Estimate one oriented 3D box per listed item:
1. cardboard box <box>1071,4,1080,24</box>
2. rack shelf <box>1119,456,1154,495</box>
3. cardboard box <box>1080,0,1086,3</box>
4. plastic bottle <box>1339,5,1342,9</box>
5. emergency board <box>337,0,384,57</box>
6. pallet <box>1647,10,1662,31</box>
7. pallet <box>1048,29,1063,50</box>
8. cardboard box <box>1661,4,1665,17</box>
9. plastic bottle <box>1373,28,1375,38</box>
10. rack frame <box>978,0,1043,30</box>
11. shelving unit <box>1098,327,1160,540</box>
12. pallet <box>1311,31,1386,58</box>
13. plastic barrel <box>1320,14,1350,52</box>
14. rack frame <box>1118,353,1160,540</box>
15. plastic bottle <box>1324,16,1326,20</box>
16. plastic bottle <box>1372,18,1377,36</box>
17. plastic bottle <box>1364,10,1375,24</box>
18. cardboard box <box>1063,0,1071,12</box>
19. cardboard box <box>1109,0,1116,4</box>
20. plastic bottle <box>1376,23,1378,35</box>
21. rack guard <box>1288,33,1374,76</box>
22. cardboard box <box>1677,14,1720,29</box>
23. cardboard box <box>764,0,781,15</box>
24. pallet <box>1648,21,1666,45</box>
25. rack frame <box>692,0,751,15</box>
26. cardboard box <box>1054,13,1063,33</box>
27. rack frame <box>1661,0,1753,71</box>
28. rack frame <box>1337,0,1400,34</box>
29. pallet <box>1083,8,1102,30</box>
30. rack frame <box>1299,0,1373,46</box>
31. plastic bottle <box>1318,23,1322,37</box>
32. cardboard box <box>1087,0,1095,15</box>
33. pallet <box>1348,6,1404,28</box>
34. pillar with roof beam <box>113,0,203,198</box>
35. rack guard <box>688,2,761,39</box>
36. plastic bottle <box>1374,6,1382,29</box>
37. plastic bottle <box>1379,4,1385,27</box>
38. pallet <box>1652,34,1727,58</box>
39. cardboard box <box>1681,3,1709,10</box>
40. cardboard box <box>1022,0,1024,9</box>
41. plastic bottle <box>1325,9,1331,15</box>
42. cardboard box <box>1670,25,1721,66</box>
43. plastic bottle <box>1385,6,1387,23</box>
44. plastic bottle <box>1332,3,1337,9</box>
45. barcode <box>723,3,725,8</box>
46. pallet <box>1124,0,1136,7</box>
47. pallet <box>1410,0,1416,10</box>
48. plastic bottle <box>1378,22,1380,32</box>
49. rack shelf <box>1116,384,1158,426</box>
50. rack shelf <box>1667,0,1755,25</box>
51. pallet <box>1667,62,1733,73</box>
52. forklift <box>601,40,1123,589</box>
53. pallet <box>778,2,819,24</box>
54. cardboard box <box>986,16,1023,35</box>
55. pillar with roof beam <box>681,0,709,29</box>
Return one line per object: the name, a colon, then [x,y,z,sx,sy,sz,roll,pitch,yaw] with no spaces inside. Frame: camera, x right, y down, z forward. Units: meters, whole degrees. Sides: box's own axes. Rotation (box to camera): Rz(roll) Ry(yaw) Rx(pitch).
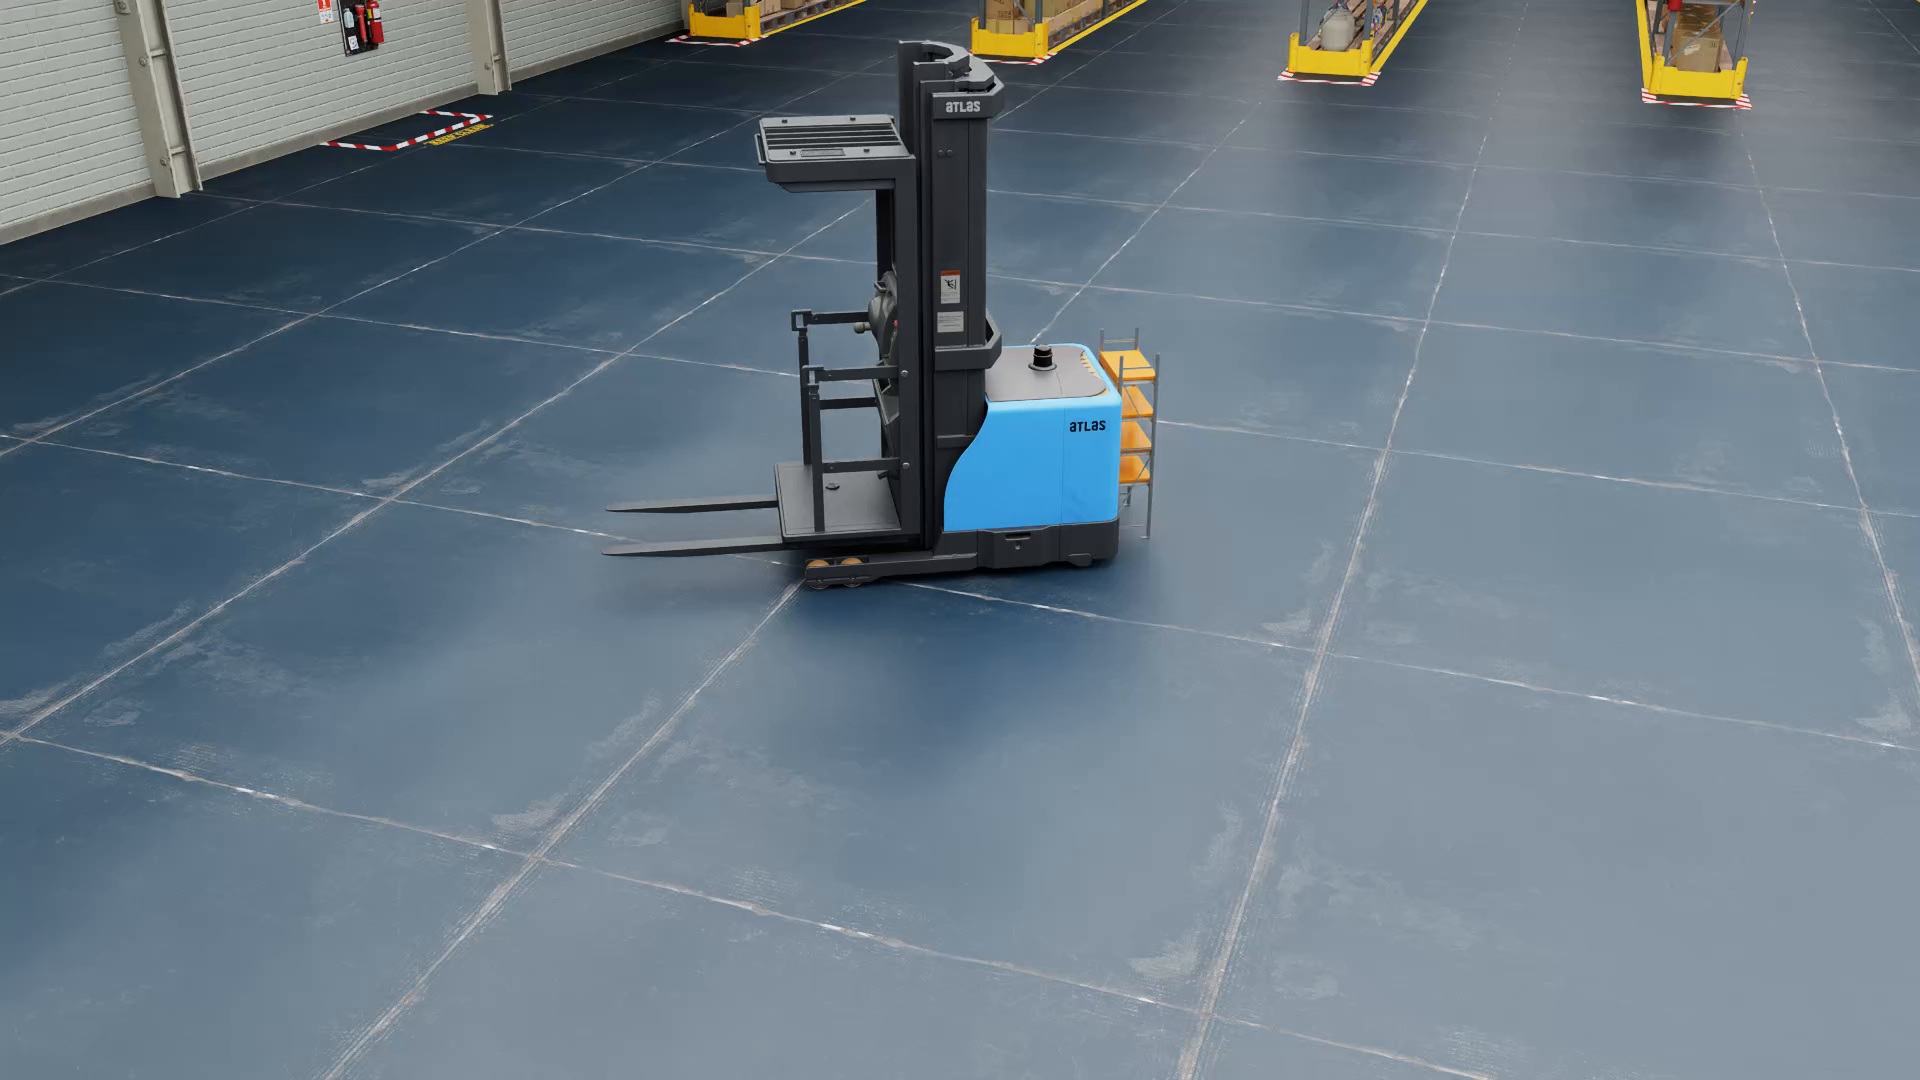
cardboard box: [1.664,-8.677,27.403,0.500,0.250,0.500,9,27,17]
rack shelf: [1.016,-0.412,10.333,0.258,0.148,0.480,-4,26,-8]
cardboard box: [1.818,-9.222,27.668,0.500,0.500,0.500,9,27,17]
plastic bottle: [6.175,-8.613,27.218,0.152,0.276,0.135,10,27,19]
emergency board: [-7.335,-6.576,20.389,0.194,1.169,0.643,9,27,17]
pallet: [12.109,-8.695,27.966,1.003,0.211,1.213,9,27,17]
pallet: [0.990,-7.987,26.503,1.003,0.211,1.213,9,27,17]
cardboard box: [12.034,-8.872,27.496,0.700,0.500,0.500,6,27,13]
plastic bottle: [6.377,-7.882,25.794,0.097,0.201,0.097,0,26,0]
rack frame: [0.775,-8.921,25.234,1.000,3.000,0.127,9,27,17]
shelving unit: [1.016,-0.651,10.218,0.258,1.200,0.503,-4,26,-8]
pallet: [6.109,-7.817,26.153,1.003,0.211,1.213,9,27,17]
plastic barrel: [5.592,-7.552,24.779,0.421,0.512,0.421,0,26,0]
rack frame: [1.054,-0.546,10.001,0.240,1.200,0.015,-4,26,-8]
plastic bottle: [5.753,-8.091,26.140,0.152,0.276,0.135,9,27,18]
plastic bottle: [6.457,-8.012,25.982,0.097,0.271,0.097,0,26,0]
plastic bottle: [6.622,-8.443,26.867,0.152,0.276,0.135,9,27,17]
cardboard box: [1.483,-8.812,26.820,0.500,0.500,0.500,9,27,17]
cardboard box: [2.474,-9.646,29.405,0.500,0.250,0.500,8,27,16]
plastic bottle: [6.523,-8.063,26.166,0.097,0.201,0.097,0,26,0]
rack guard: [5.426,-7.114,24.370,1.175,0.500,0.348,9,27,17]
cardboard box: [10.960,-7.529,24.745,0.500,0.500,0.500,6,27,13]
cardboard box: [-3.392,-9.132,28.248,0.500,0.311,0.500,11,28,22]
pallet: [11.705,-8.192,26.927,1.003,0.211,1.213,9,27,17]
rack frame: [-3.897,-9.638,26.714,1.000,3.000,0.127,9,27,17]
cardboard box: [1.327,-8.267,26.555,0.500,0.250,0.500,9,27,17]
rack frame: [10.116,-7.483,22.264,1.000,3.000,0.127,9,27,17]
rack frame: [6.776,-9.845,27.142,1.000,3.000,0.127,9,27,17]
pallet: [1.802,-8.989,28.574,1.003,0.211,1.213,9,27,17]
rack frame: [5.445,-8.201,23.747,1.000,3.000,0.127,9,27,17]
plastic bottle: [5.643,-7.958,25.951,0.097,0.201,0.097,0,26,0]
cardboard box: [1.983,-9.090,28.256,0.500,0.250,0.500,9,27,17]
pallet: [7.001,-8.919,28.428,1.003,0.211,1.213,9,27,17]
pillar with roof beam: [-4.414,-7.196,14.786,9.100,9.000,0.400,9,27,17]
rack guard: [-3.872,-8.544,27.323,1.175,0.500,0.348,9,27,17]
plastic bottle: [6.663,-8.333,26.553,0.144,0.351,0.185,9,27,17]
plastic bottle: [6.770,-8.466,26.828,0.144,0.351,0.185,7,27,15]
pallet: [11.257,-7.591,25.686,1.003,0.211,1.213,9,27,17]
cardboard box: [11.276,-8.032,25.784,0.500,0.500,0.500,8,27,16]
cardboard box: [0.992,-8.887,26.975,0.500,0.500,0.500,9,27,17]
plastic bottle: [5.850,-8.251,26.384,0.144,0.351,0.185,10,28,20]
cardboard box: [10.506,-7.052,23.759,0.500,0.500,0.500,17,30,31]
plastic bottle: [6.927,-8.575,27.131,0.061,0.283,0.133,10,28,20]
plastic bottle: [6.054,-8.502,26.902,0.144,0.351,0.185,8,27,15]
barcode: [-3.953,-8.967,27.898,0.001,0.075,0.075,9,27,17]
pallet: [2.719,-10.122,30.912,1.003,0.211,1.213,9,27,17]
pallet: [7.813,-9.921,30.499,1.003,0.211,1.213,9,27,17]
plastic bottle: [6.591,-8.147,26.341,0.097,0.201,0.097,0,26,0]
rack shelf: [1.016,-0.792,10.149,0.258,0.148,0.480,-4,26,-8]
rack shelf: [10.781,-7.981,24.118,1.077,0.370,4.000,9,27,17]
pallet: [10.445,-6.588,23.615,1.003,0.211,1.213,9,27,17]
forklift: [-0.616,-1.279,9.529,3.031,2.935,1.130,-4,26,-8]
pallet: [-3.160,-9.243,29.097,1.003,0.211,1.213,9,27,17]
cardboard box: [0.675,-8.136,26.285,0.500,0.250,0.500,9,27,17]
pillar with roof beam: [-0.420,-12.127,24.971,9.100,9.000,0.400,9,27,17]
